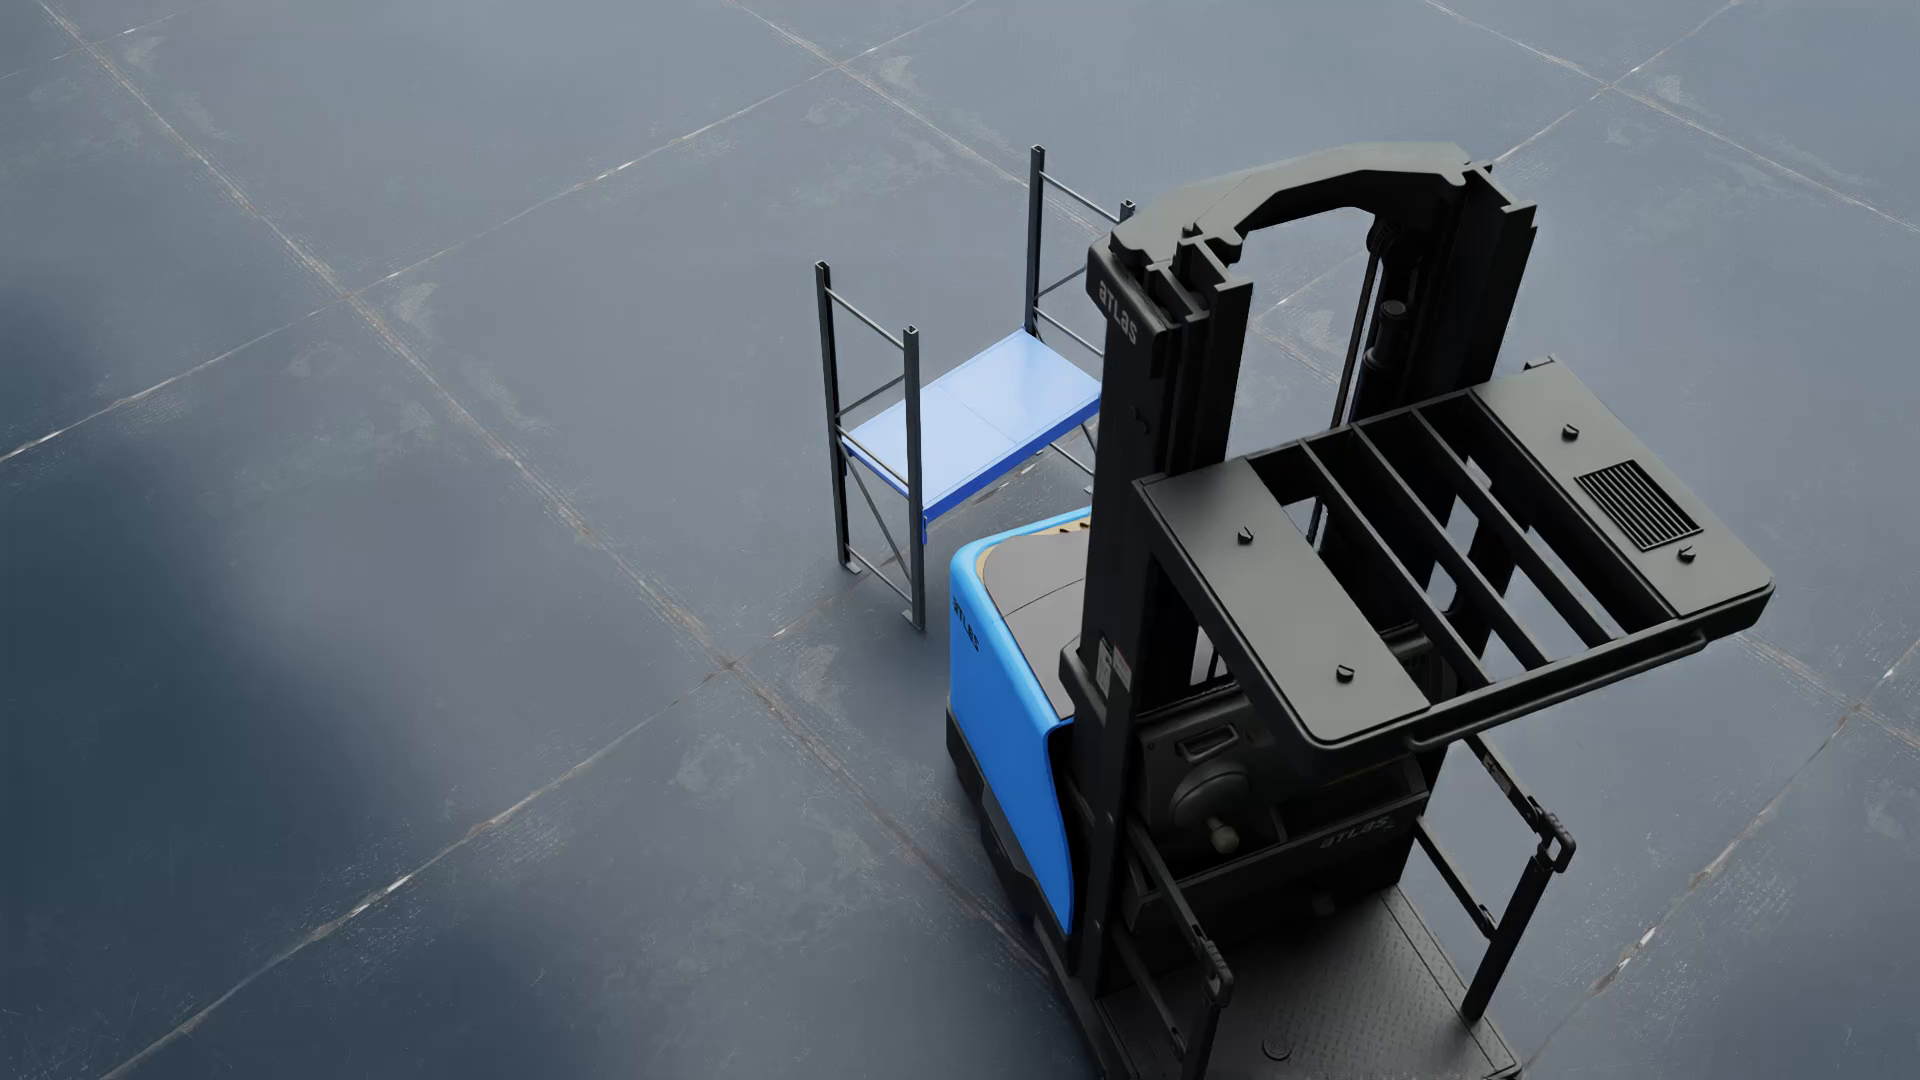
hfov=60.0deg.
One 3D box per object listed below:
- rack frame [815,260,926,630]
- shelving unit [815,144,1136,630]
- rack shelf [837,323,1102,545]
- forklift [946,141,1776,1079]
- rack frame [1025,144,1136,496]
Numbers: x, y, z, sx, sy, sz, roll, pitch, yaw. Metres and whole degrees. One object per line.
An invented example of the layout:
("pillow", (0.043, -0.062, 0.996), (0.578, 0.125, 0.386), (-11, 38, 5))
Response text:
("rack frame", (-0.313, -0.299, 6.059), (0.032, 1.500, 0.500), (-34, 56, -27))
("shelving unit", (0.063, -0.551, 6.291), (1.048, 1.500, 0.538), (-34, 56, -27))
("rack shelf", (0.063, -0.429, 6.423), (1.000, 0.185, 0.538), (-34, 56, -27))
("forklift", (0.981, 0.627, 4.230), (1.130, 2.935, 3.031), (-17, 50, -15))
("rack frame", (0.439, -0.802, 6.523), (0.032, 1.500, 0.500), (-34, 56, -27))
